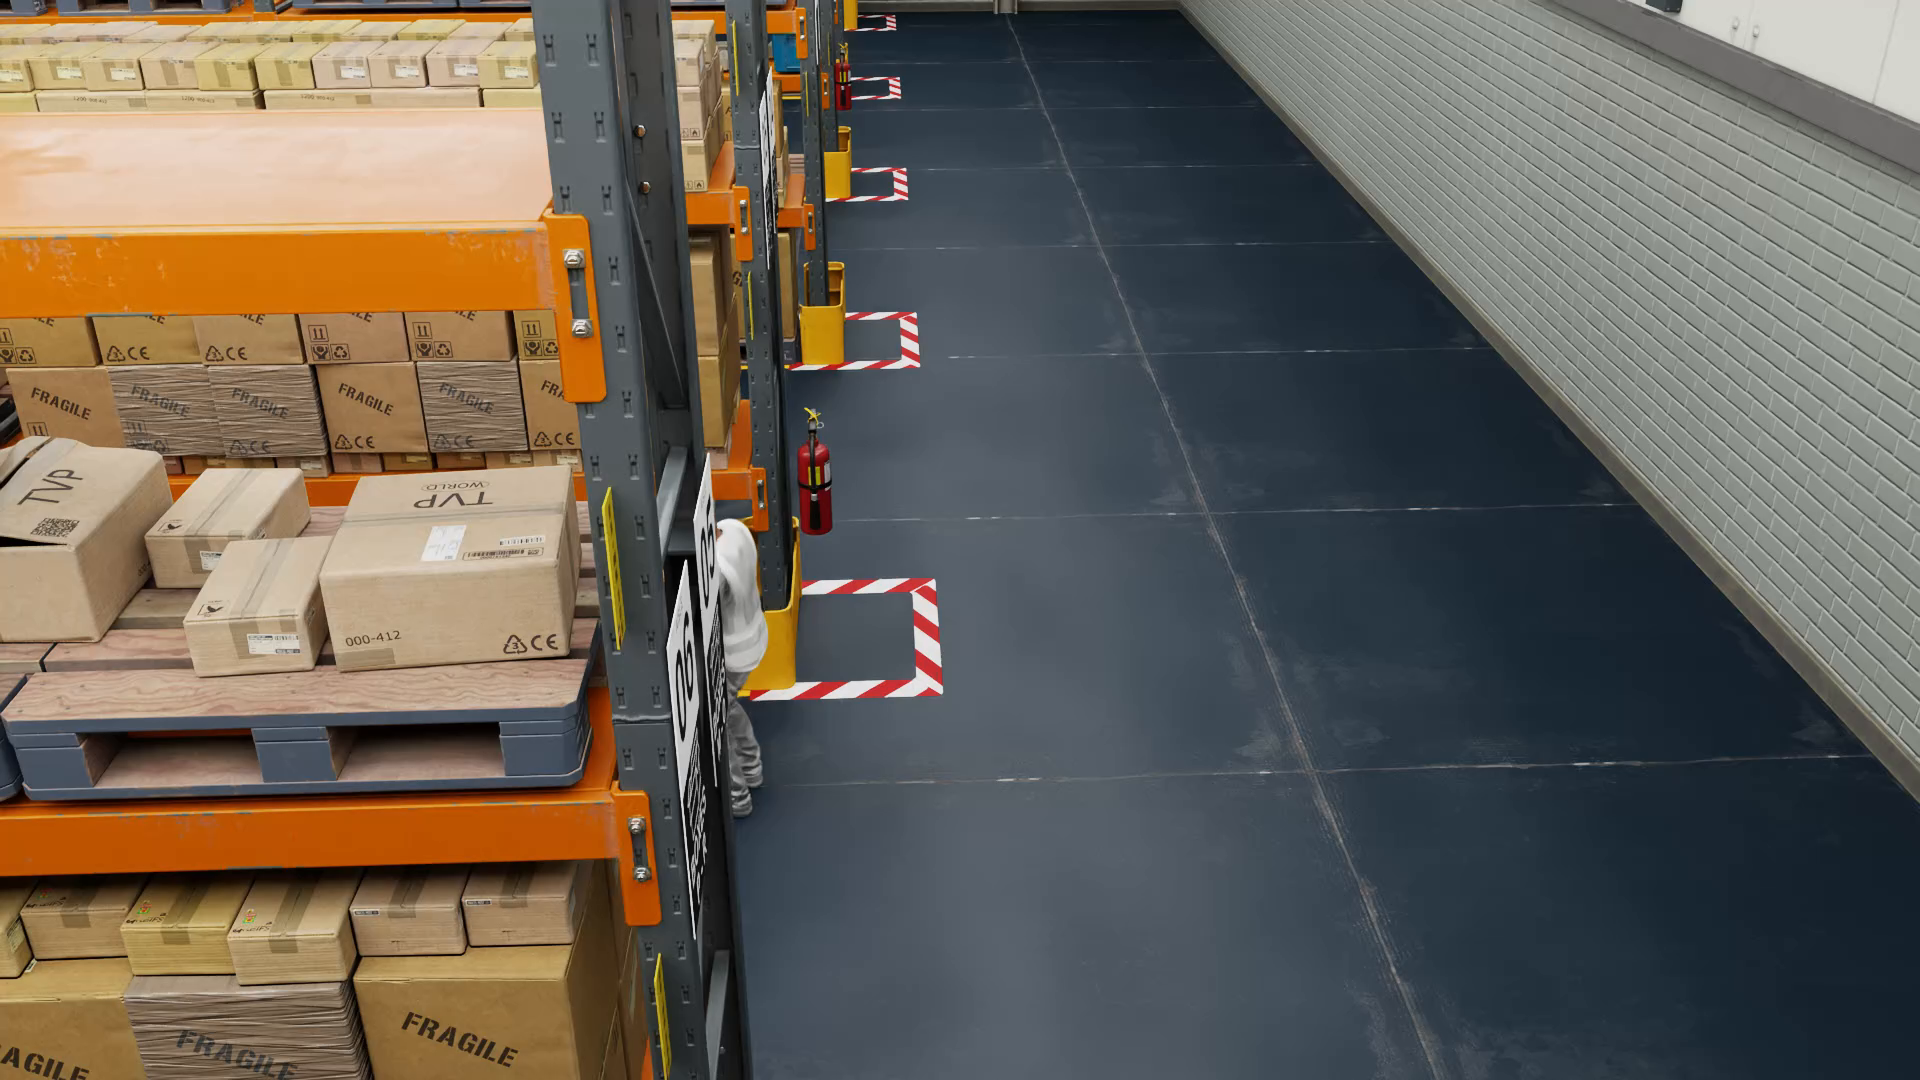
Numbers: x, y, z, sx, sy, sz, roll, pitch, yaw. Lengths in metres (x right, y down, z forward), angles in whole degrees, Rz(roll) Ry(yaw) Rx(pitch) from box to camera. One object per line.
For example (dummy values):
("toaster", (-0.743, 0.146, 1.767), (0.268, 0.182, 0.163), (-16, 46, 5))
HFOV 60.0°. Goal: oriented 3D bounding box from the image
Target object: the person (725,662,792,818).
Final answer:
("person", (-1.305, 0.915, 8.186), (0.918, 0.878, 0.569), (3, 28, 7))
